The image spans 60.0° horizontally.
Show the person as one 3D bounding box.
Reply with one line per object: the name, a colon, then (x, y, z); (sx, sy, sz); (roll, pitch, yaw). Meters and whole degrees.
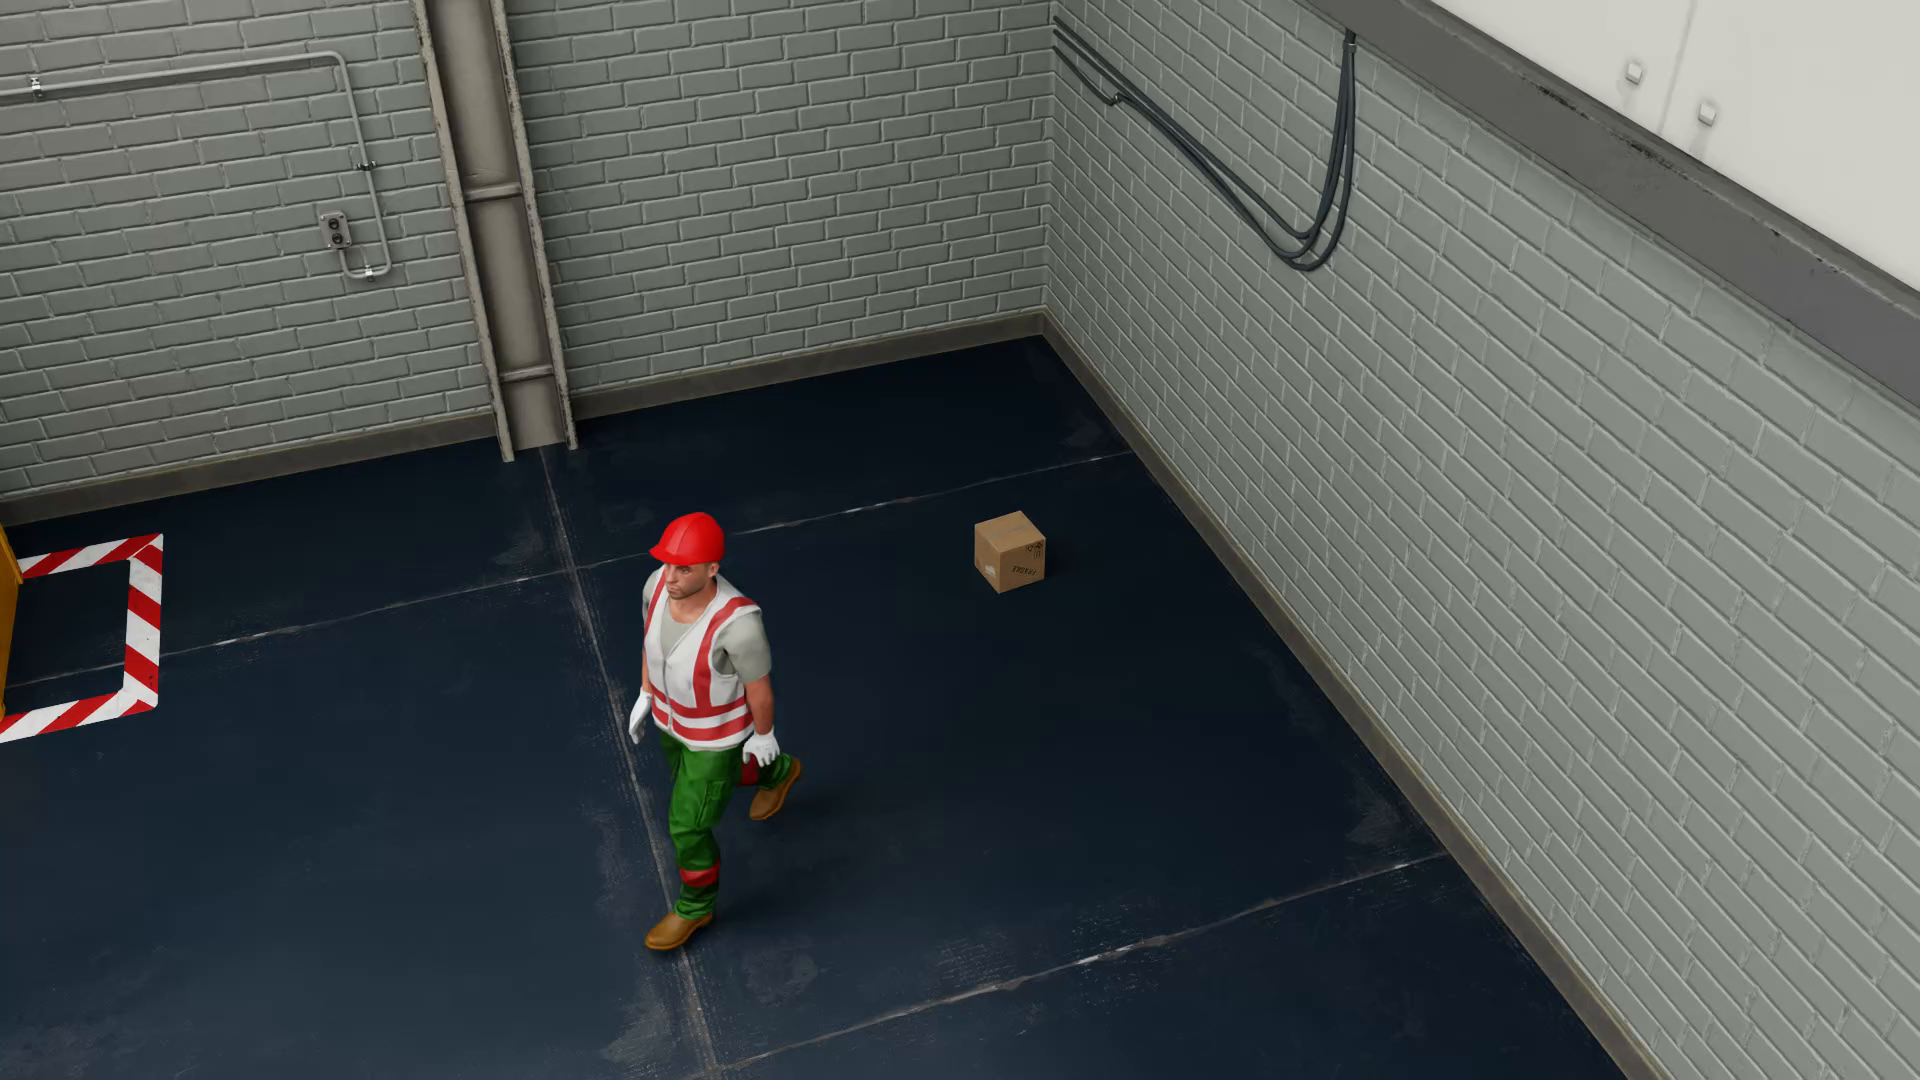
person: (-0.890, 0.617, 5.942); (0.537, 1.756, 0.918); (29, 46, 33)
